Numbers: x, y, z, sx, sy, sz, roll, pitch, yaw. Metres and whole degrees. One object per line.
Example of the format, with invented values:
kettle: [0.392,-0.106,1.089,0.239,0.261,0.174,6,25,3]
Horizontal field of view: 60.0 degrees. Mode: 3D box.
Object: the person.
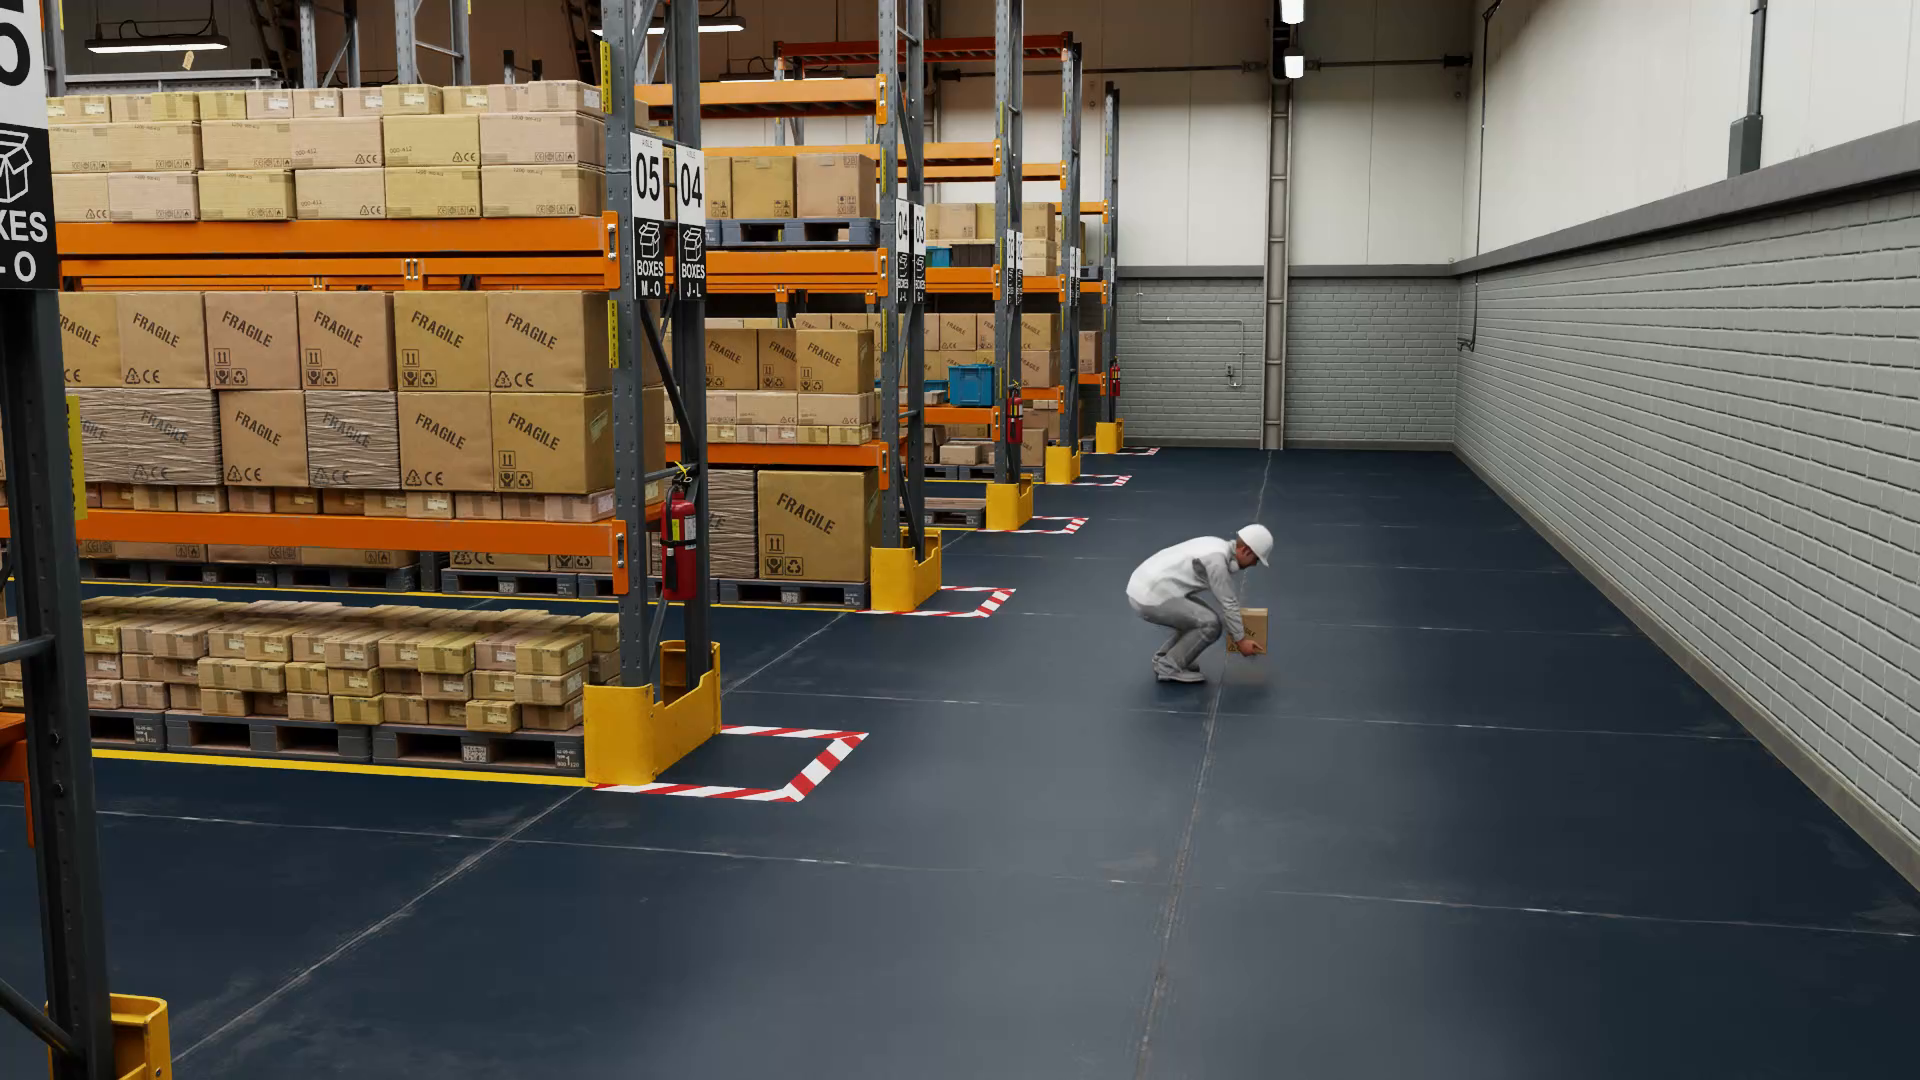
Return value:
person: [1.532,0.399,10.684,0.921,1.002,0.500,1,8,10]
